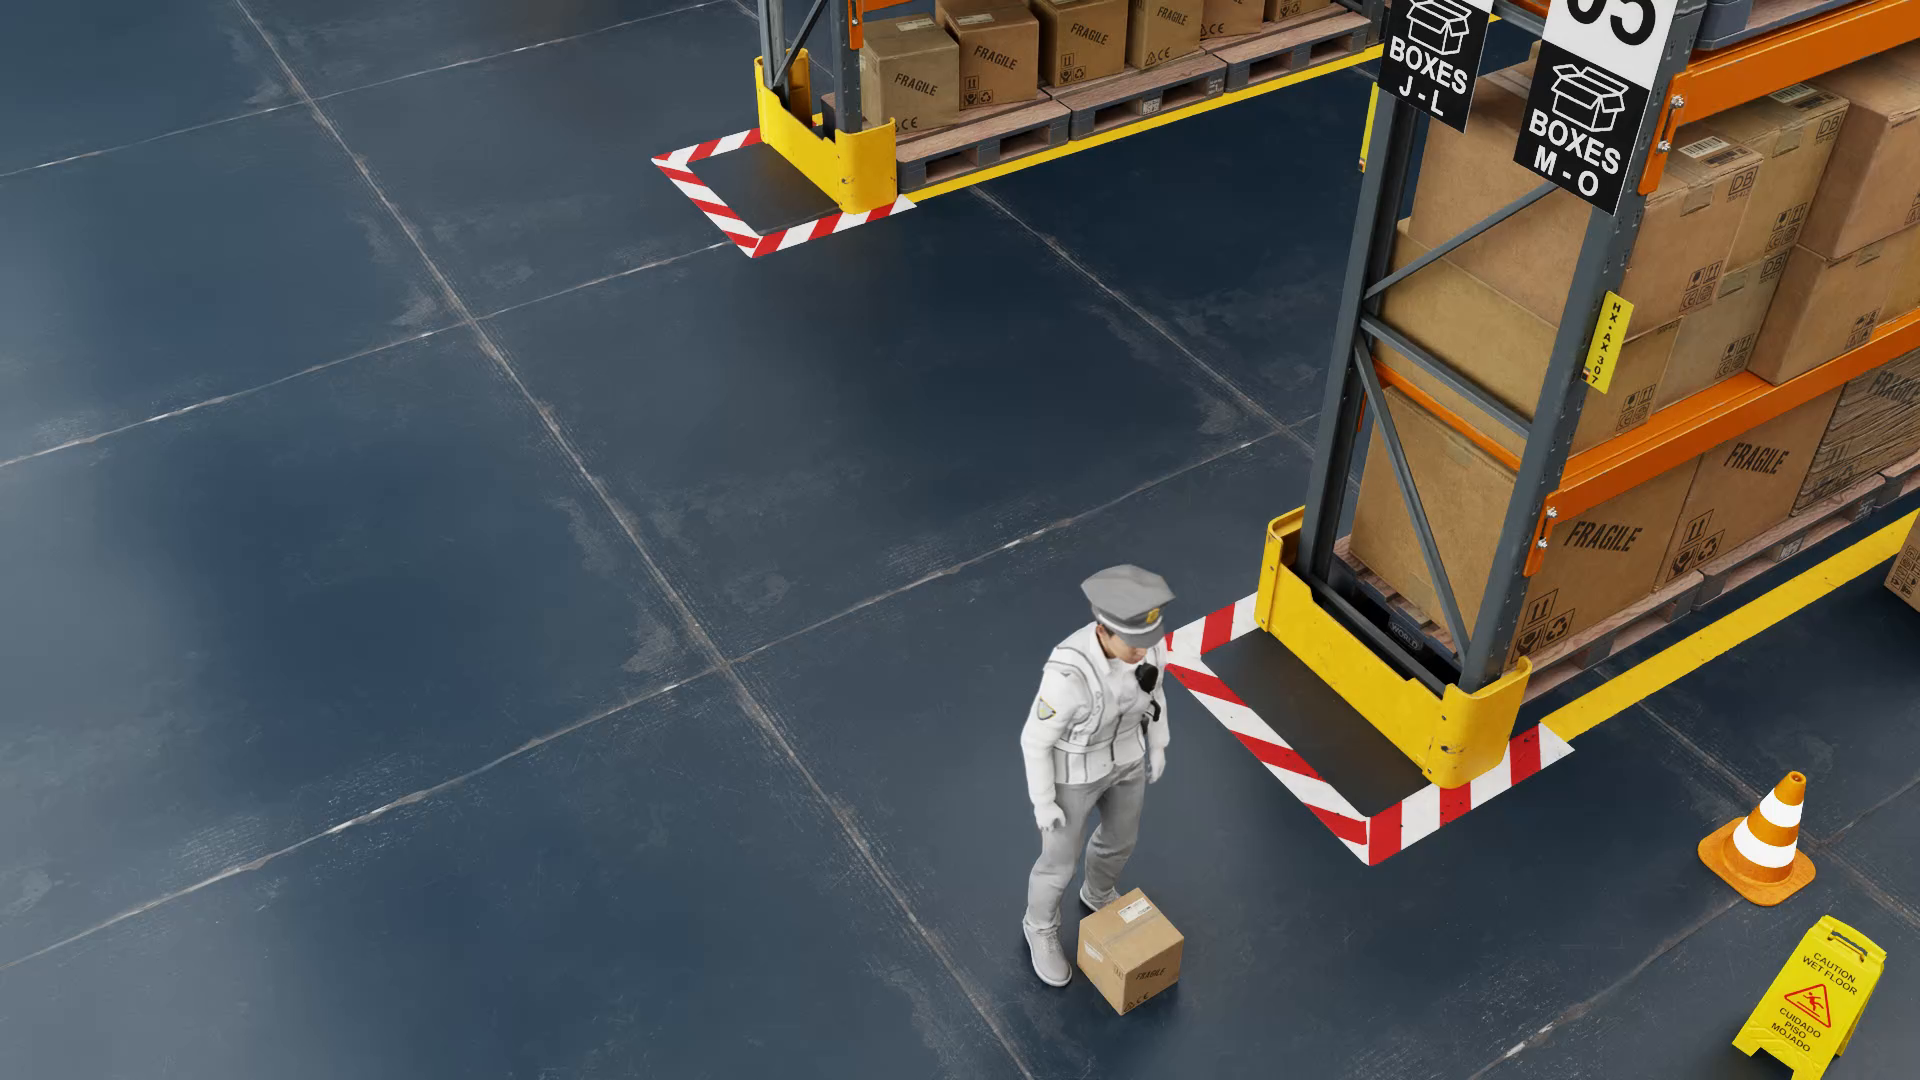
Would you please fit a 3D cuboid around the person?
[{"bbox_3d":[0.438,0.732,5.314,0.528,1.664,0.373,-23,46,-24],"label":"person"}]
